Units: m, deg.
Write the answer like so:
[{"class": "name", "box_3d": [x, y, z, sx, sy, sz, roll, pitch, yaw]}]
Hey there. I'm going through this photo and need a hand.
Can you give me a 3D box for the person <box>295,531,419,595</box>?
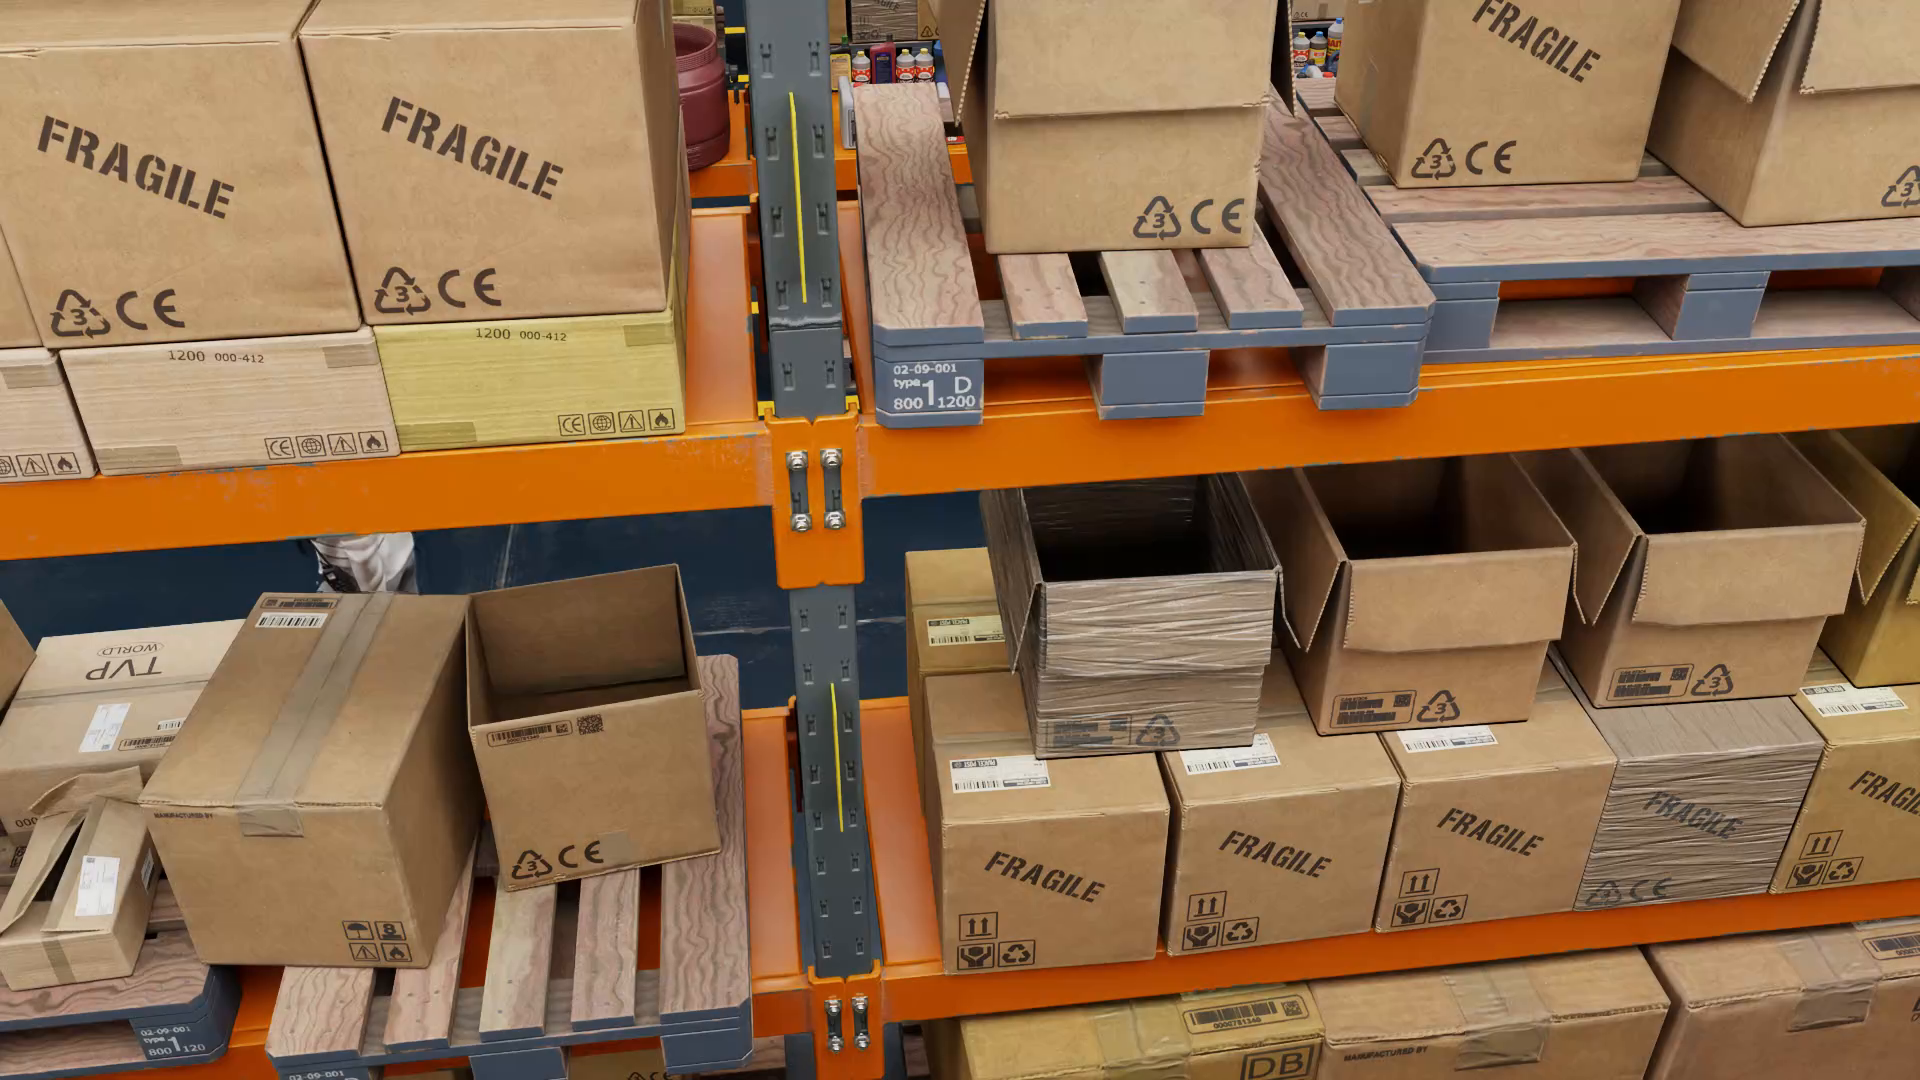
[{"class": "person", "box_3d": [-2.176, 0.124, 5.961, 0.615, 1.740, 0.486, 3, 35, 4]}]
